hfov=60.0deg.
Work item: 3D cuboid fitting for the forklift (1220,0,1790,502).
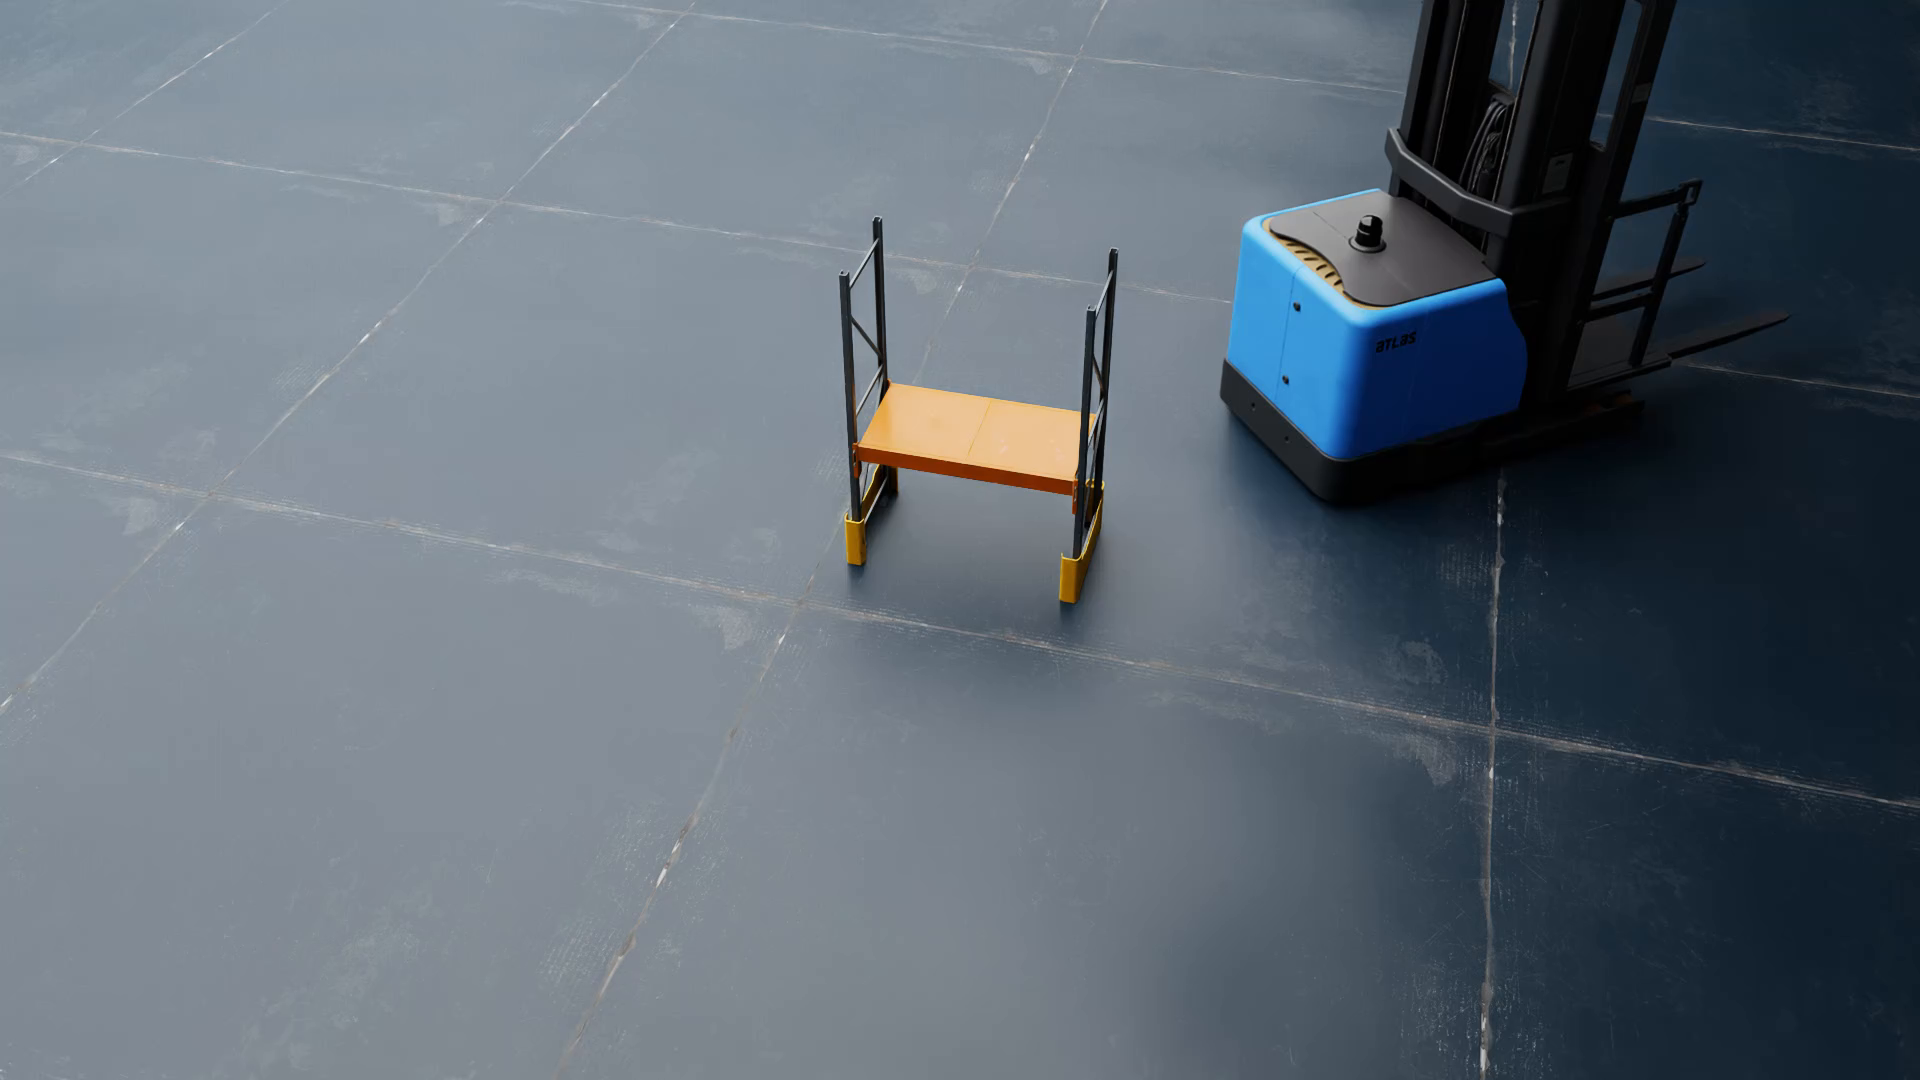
[{"bbox_3d":[2.891,-1.935,7.776,3.031,2.935,1.130,-16,43,-18],"label":"forklift"}]

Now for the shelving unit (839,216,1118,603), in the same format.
[{"bbox_3d":[0.074,-0.562,7.253,1.083,1.500,0.587,10,41,11],"label":"shelving unit"}]

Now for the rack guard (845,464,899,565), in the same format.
[{"bbox_3d":[-0.407,-0.166,7.753,0.087,0.250,0.587,10,41,11],"label":"rack guard"}]

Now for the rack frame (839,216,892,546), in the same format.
[{"bbox_3d":[-0.409,-0.645,7.351,0.032,1.500,0.500,10,41,11],"label":"rack frame"}]

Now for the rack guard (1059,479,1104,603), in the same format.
[{"bbox_3d":[0.555,0.000,7.556,0.087,0.250,0.587,10,41,11],"label":"rack guard"}]

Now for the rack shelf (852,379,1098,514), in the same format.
[{"bbox_3d":[0.082,-0.422,7.366,1.000,0.185,0.538,10,41,11],"label":"rack shelf"}]

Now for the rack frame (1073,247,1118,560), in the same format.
[{"bbox_3d":[0.573,-0.476,7.150,0.032,1.500,0.500,10,41,11],"label":"rack frame"}]
